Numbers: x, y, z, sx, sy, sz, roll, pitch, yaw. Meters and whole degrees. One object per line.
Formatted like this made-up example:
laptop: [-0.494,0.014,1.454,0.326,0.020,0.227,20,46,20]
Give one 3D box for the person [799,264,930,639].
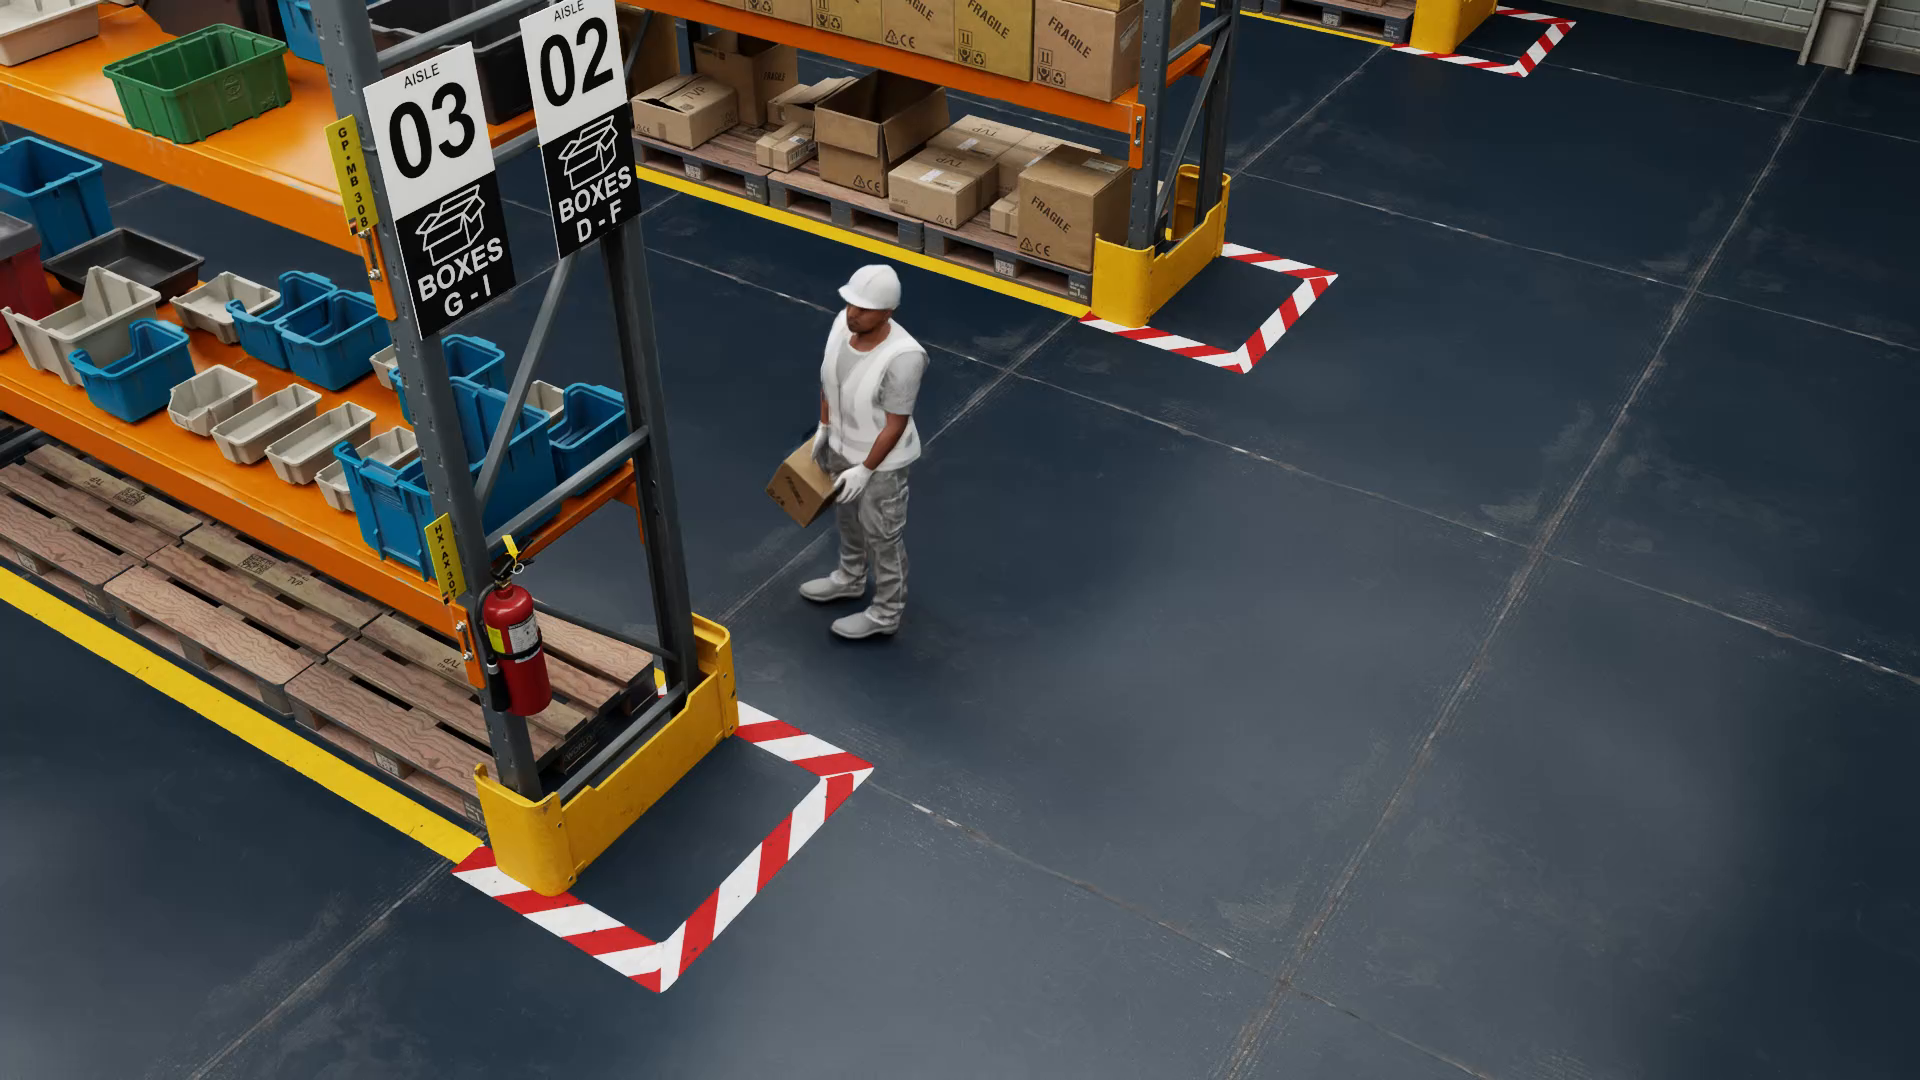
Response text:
person: [-0.443,-0.375,7.108,0.456,1.794,0.599,-25,45,-28]
